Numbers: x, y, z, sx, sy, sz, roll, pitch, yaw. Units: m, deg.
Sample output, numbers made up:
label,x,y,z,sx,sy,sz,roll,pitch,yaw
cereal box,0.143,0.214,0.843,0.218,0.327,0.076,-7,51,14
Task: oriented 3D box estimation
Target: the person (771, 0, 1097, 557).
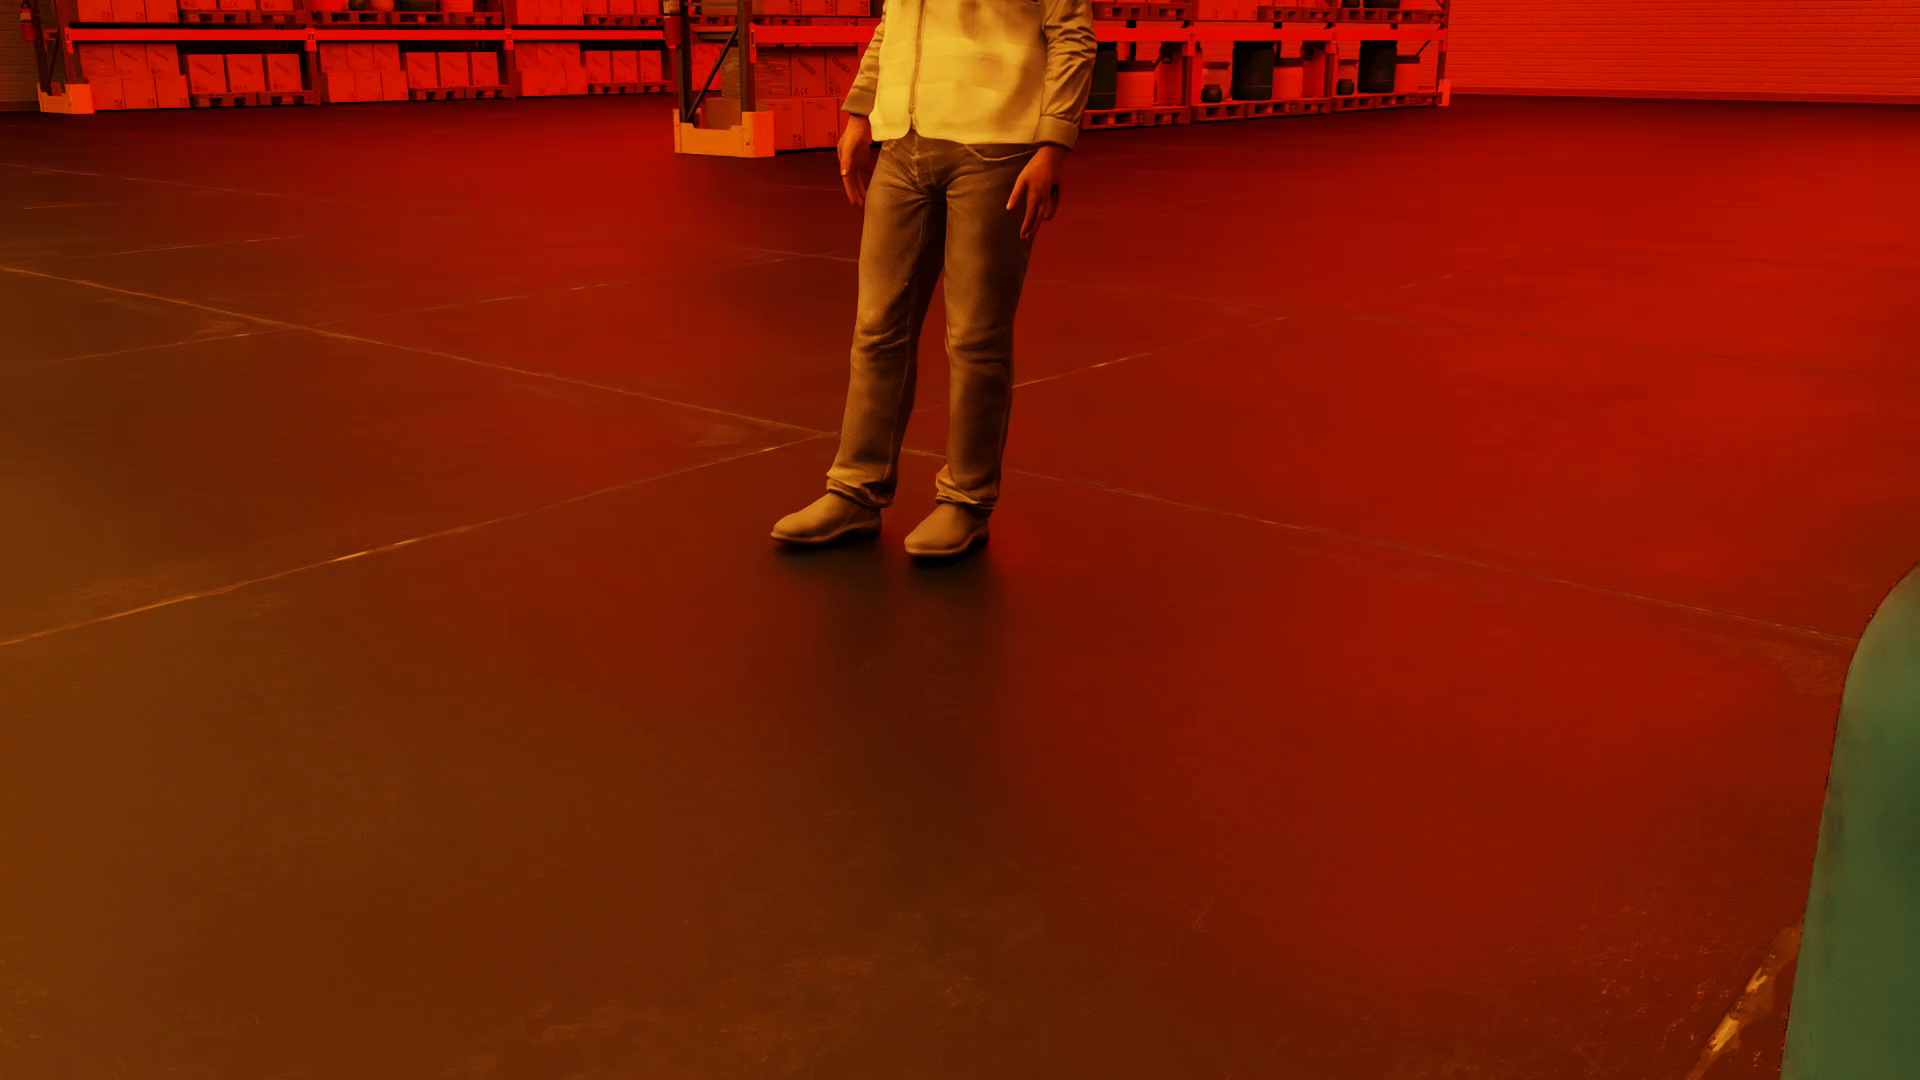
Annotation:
label,x,y,z,sx,sy,sz,roll,pitch,yaw
person,-0.046,-0.843,3.640,0.634,1.775,0.566,13,21,37
